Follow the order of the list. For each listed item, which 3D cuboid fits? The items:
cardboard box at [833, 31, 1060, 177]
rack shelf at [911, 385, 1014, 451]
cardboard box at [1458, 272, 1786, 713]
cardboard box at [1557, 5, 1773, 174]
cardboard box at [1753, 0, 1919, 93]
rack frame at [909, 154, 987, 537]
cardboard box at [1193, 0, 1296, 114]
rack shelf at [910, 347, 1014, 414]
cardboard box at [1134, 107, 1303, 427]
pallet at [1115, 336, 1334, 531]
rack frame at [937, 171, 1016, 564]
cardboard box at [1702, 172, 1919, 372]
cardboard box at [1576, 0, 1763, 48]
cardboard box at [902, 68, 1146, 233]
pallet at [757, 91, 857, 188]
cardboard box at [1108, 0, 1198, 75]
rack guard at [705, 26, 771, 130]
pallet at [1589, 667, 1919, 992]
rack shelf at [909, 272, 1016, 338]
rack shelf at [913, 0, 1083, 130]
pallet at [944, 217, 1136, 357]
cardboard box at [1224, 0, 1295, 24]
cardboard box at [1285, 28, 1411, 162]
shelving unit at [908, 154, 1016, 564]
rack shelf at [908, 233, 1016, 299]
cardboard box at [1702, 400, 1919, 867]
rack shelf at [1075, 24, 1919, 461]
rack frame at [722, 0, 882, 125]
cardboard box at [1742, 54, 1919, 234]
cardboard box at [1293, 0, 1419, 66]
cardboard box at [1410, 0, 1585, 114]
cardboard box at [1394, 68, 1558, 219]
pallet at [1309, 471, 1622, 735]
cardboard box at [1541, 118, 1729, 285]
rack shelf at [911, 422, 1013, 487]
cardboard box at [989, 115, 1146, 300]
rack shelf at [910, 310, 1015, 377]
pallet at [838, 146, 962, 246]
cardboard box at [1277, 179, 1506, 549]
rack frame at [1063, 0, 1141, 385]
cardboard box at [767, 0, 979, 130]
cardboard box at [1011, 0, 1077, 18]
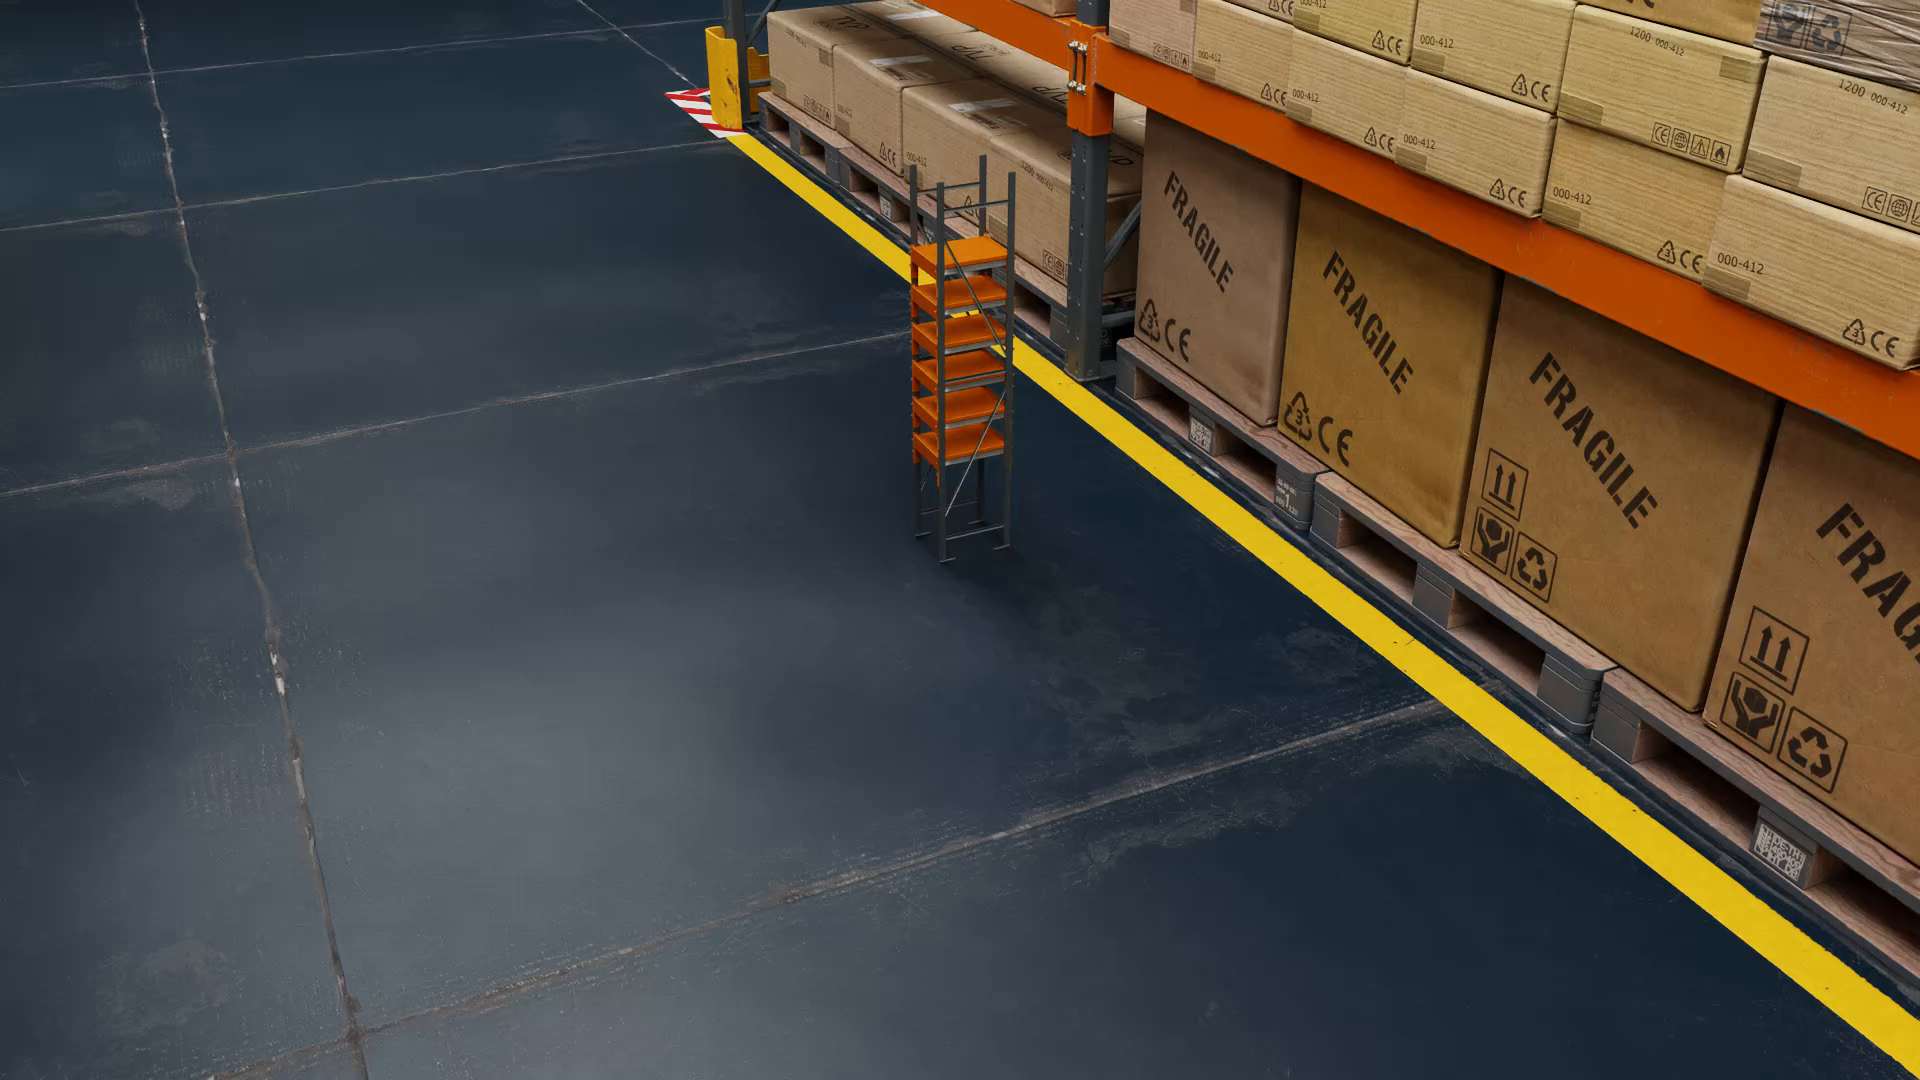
[{"bbox_3d":[-0.067,-2.187,8.274,0.875,0.438,0.875,-12,32,-21],"label":"cardboard box"},{"bbox_3d":[0.006,-0.374,5.026,0.258,0.103,0.180,-13,32,-22],"label":"rack shelf"},{"bbox_3d":[1.993,-0.235,4.345,0.875,0.875,0.875,-13,32,-21],"label":"cardboard box"},{"bbox_3d":[1.695,-1.022,3.647,0.500,0.250,0.500,-14,32,-23],"label":"cardboard box"},{"bbox_3d":[1.908,-1.139,3.090,0.500,0.500,0.500,-13,32,-21],"label":"cardboard box"},{"bbox_3d":[-0.033,-0.557,5.017,0.240,1.200,0.006,-13,32,-22],"label":"rack frame"},{"bbox_3d":[1.051,-1.484,4.984,0.500,0.250,0.500,-14,32,-23],"label":"cardboard box"},{"bbox_3d":[0.006,-0.478,4.967,0.258,0.103,0.180,-13,32,-22],"label":"rack shelf"},{"bbox_3d":[1.215,-1.027,5.758,0.875,0.875,0.875,-12,31,-20],"label":"cardboard box"},{"bbox_3d":[1.276,-0.487,5.902,1.003,0.211,1.213,-13,32,-22],"label":"pallet"},{"bbox_3d":[0.046,-0.477,4.873,0.240,1.200,0.006,-13,32,-22],"label":"rack frame"},{"bbox_3d":[1.909,-0.587,3.383,0.500,0.250,0.500,-13,32,-21],"label":"cardboard box"},{"bbox_3d":[1.701,-1.360,3.484,0.500,0.500,0.500,-13,32,-22],"label":"cardboard box"},{"bbox_3d":[0.319,-1.789,7.563,0.875,0.438,0.875,-14,32,-23],"label":"cardboard box"},{"bbox_3d":[-0.427,-2.242,9.032,1.003,0.211,1.213,-13,32,-22],"label":"pallet"},{"bbox_3d":[0.827,-1.713,5.391,0.500,0.250,0.500,-14,32,-23],"label":"cardboard box"},{"bbox_3d":[-0.851,-2.715,9.581,1.175,0.500,0.348,-13,32,-22],"label":"rack guard"},{"bbox_3d":[2.323,0.591,3.980,1.003,0.211,1.213,-13,32,-22],"label":"pallet"},{"bbox_3d":[0.006,-0.688,4.849,0.258,0.103,0.180,-13,32,-22],"label":"rack shelf"},{"bbox_3d":[0.018,-2.598,7.551,1.077,0.370,4.000,-13,32,-22],"label":"rack shelf"},{"bbox_3d":[0.621,-1.164,7.110,1.003,0.211,1.213,-13,32,-22],"label":"pallet"},{"bbox_3d":[1.060,-1.702,4.861,0.500,0.250,0.500,-13,32,-21],"label":"cardboard box"},{"bbox_3d":[1.256,-1.255,4.574,0.500,0.250,0.500,-13,32,-22],"label":"cardboard box"},{"bbox_3d":[0.006,-0.517,4.945,0.258,1.200,0.189,-13,32,-22],"label":"shelving unit"},{"bbox_3d":[0.006,-0.792,4.791,0.258,0.103,0.180,-13,32,-22],"label":"rack shelf"},{"bbox_3d":[2.372,0.160,3.641,0.875,0.875,0.875,-13,32,-22],"label":"cardboard box"},{"bbox_3d":[1.735,-0.831,4.400,1.077,0.370,4.000,-13,32,-22],"label":"rack shelf"},{"bbox_3d":[-0.841,-3.795,8.951,1.000,3.000,0.127,-13,32,-22],"label":"rack frame"},{"bbox_3d":[1.933,-0.800,3.252,0.500,0.250,0.500,-14,32,-23],"label":"cardboard box"},{"bbox_3d":[1.253,-1.474,4.454,0.500,0.250,0.500,-13,32,-21],"label":"cardboard box"},{"bbox_3d":[1.471,-1.251,4.056,0.500,0.250,0.500,-14,32,-23],"label":"cardboard box"},{"bbox_3d":[1.462,-1.032,4.177,0.500,0.250,0.500,-14,32,-23],"label":"cardboard box"},{"bbox_3d":[1.804,0.053,4.939,1.003,0.211,1.213,-13,32,-22],"label":"pallet"},{"bbox_3d":[1.707,-0.813,3.786,0.500,0.250,0.500,-13,32,-22],"label":"cardboard box"},{"bbox_3d":[0.006,-0.269,5.084,0.258,0.103,0.180,-13,32,-22],"label":"rack shelf"},{"bbox_3d":[0.704,-1.393,6.858,0.875,0.438,0.875,-14,32,-23],"label":"cardboard box"},{"bbox_3d":[0.006,-0.583,4.908,0.258,0.103,0.180,-13,32,-22],"label":"rack shelf"},{"bbox_3d":[0.093,-1.704,8.072,1.003,0.211,1.213,-13,32,-22],"label":"pallet"},{"bbox_3d":[1.610,-0.630,5.049,0.875,0.875,0.875,-12,31,-21],"label":"cardboard box"},{"bbox_3d":[0.877,-2.028,5.799,1.000,3.000,0.127,-13,32,-22],"label":"rack frame"},{"bbox_3d":[-0.467,-2.590,8.992,0.875,0.438,0.875,-14,32,-24],"label":"cardboard box"},{"bbox_3d":[0.447,-2.223,6.045,0.500,0.500,0.500,-13,32,-22],"label":"cardboard box"}]
